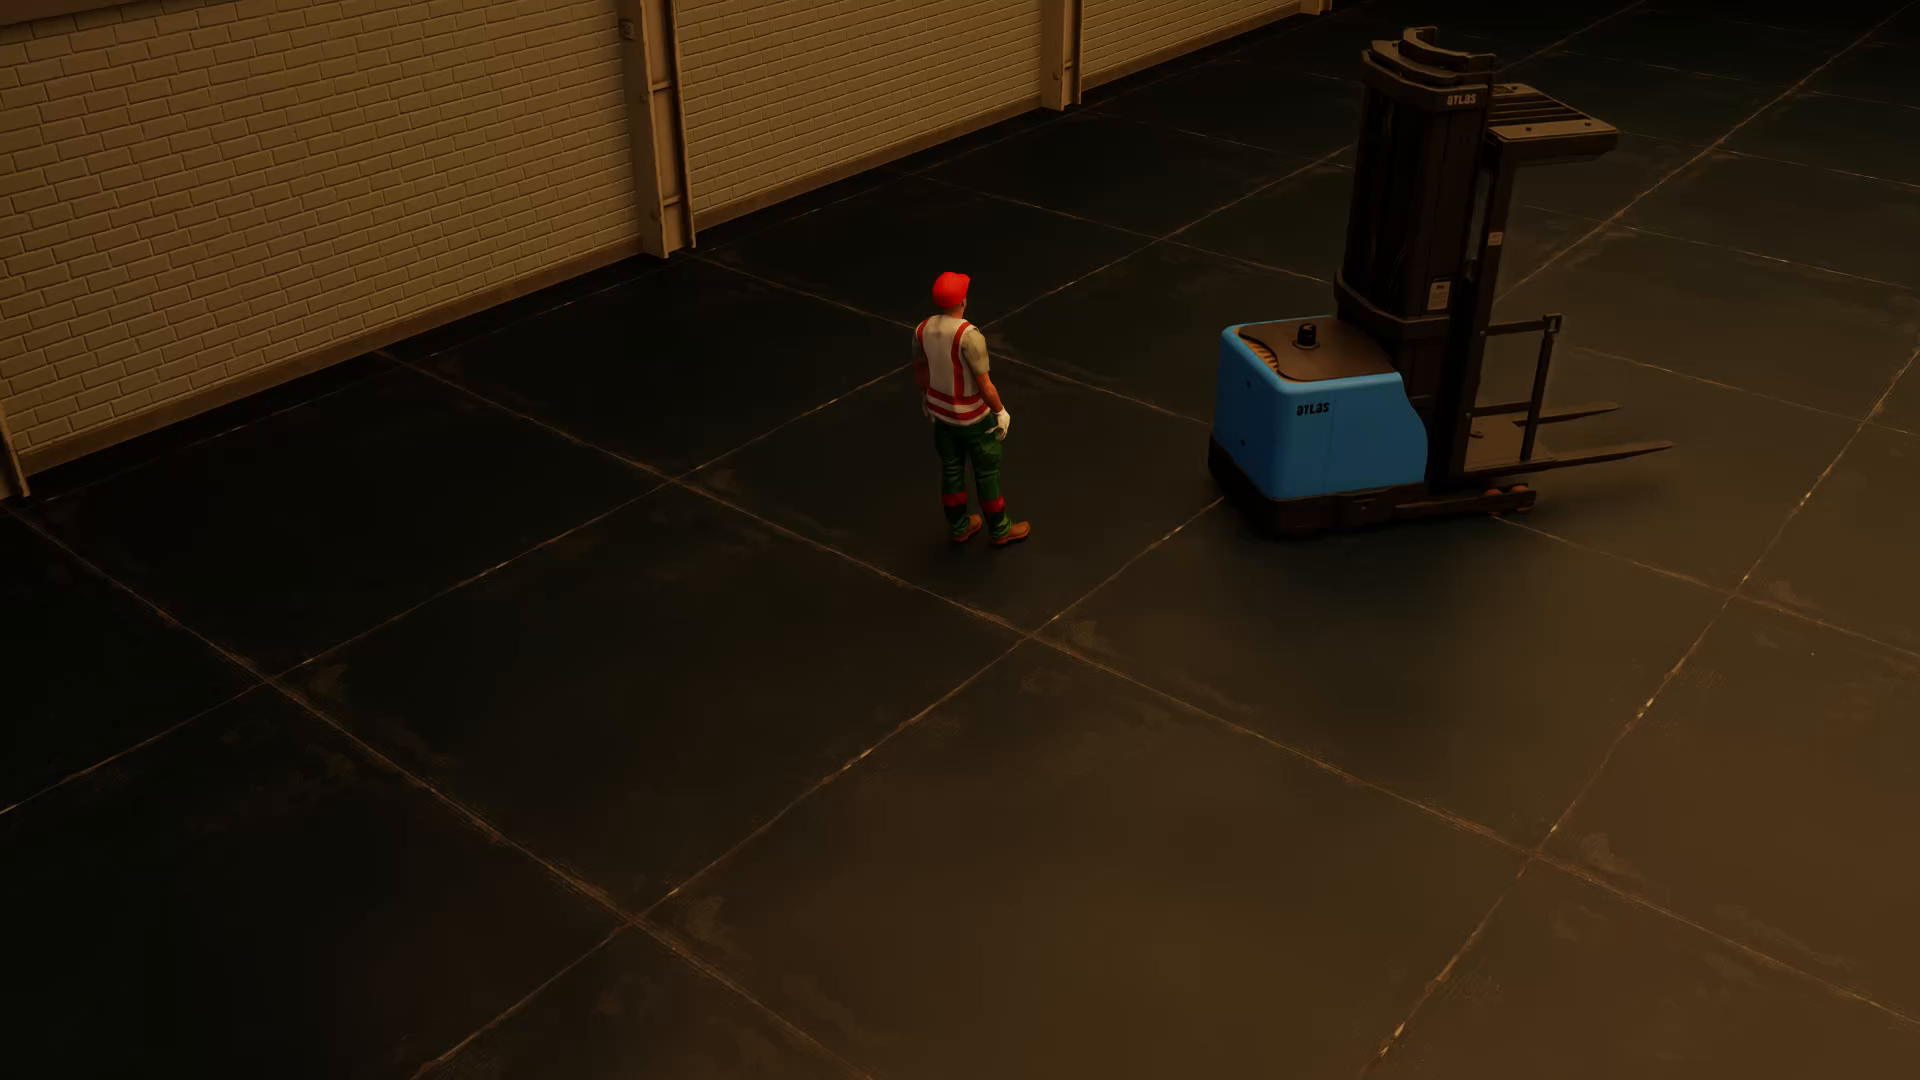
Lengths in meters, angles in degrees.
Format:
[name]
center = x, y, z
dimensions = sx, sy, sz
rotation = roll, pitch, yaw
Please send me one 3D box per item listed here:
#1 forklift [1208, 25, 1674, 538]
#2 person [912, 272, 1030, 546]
[forklift]
center = 3.244, -1.678, 10.466
dimensions = 3.031, 2.935, 1.130
rotation = -8, 31, -13
[person]
center = 0.059, -0.807, 10.094
dimensions = 0.638, 1.789, 0.562
rotation = 22, 37, 33
